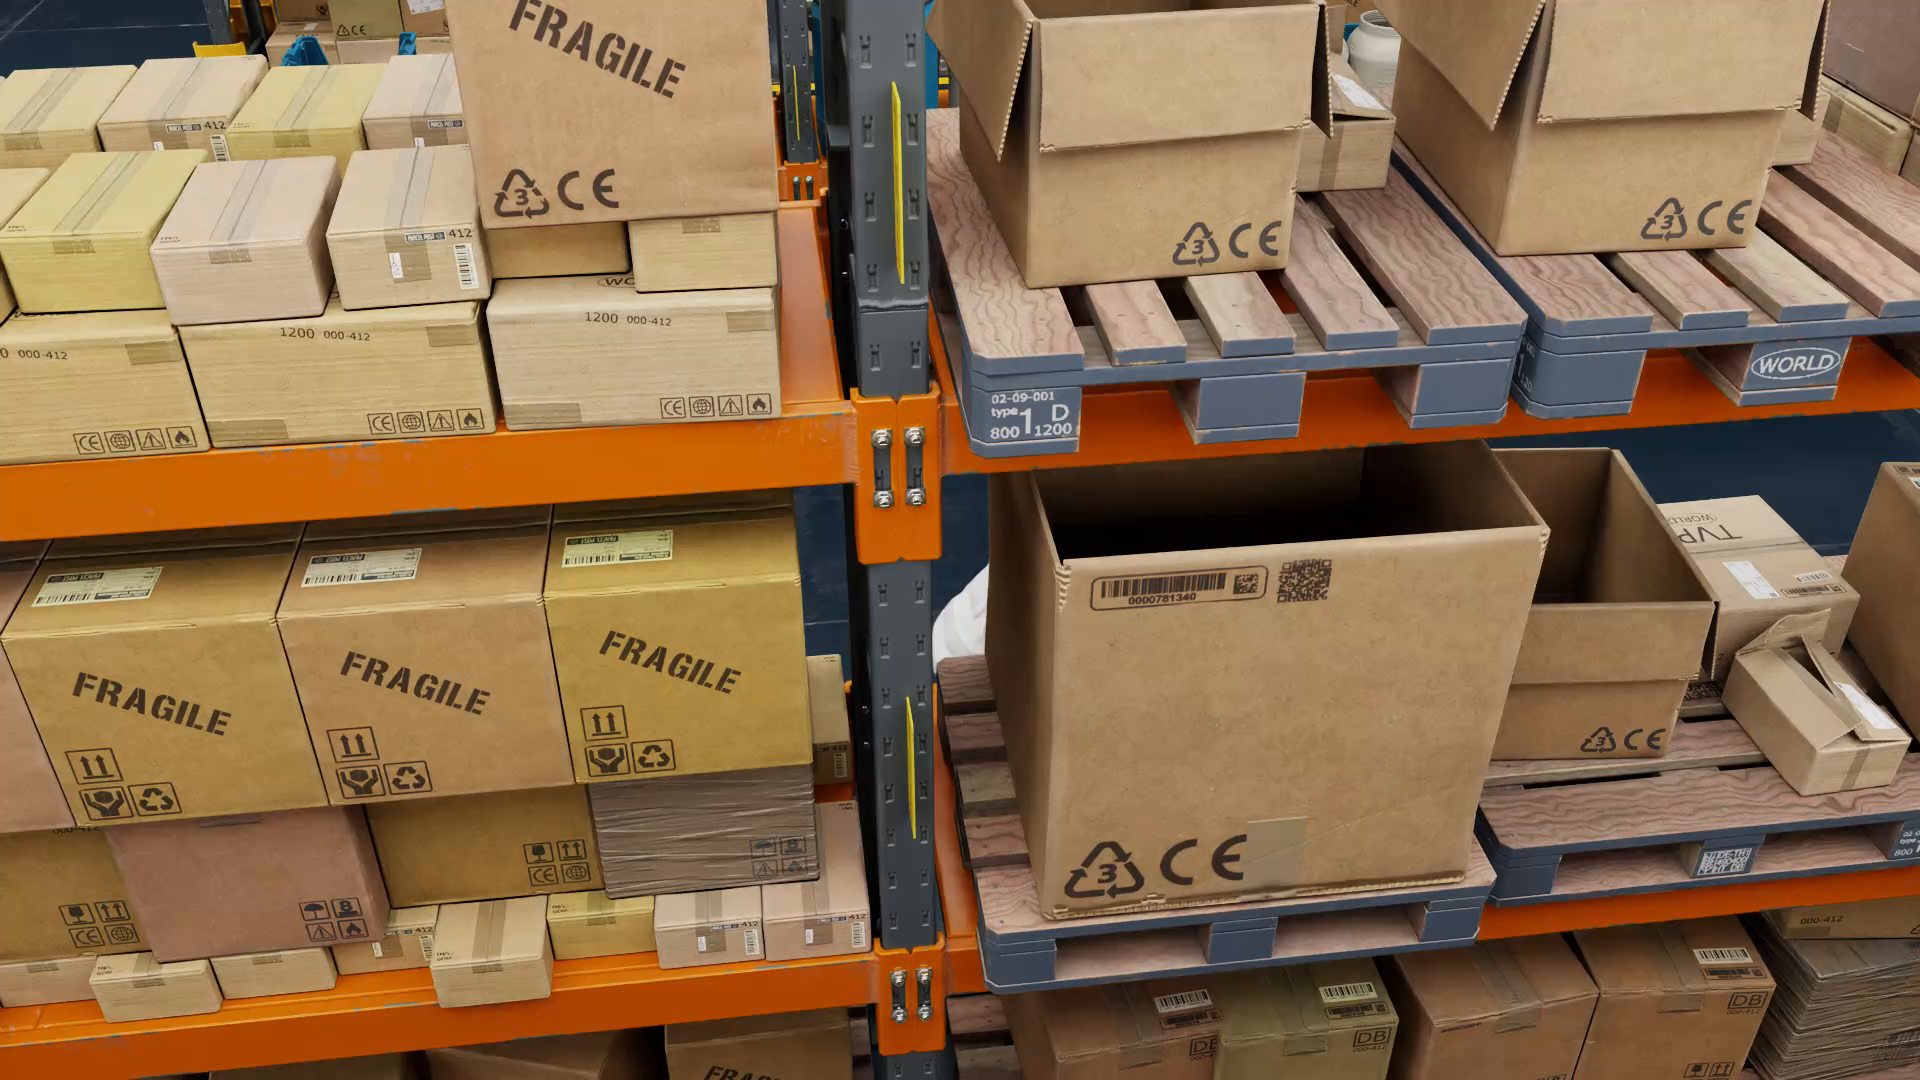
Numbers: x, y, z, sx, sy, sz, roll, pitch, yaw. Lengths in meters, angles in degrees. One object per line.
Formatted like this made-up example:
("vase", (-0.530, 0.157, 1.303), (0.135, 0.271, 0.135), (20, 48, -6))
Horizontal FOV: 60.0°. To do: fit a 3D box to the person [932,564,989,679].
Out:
("person", (0.307, 0.411, 5.962), (0.823, 1.293, 0.610), (0, 34, 0))
